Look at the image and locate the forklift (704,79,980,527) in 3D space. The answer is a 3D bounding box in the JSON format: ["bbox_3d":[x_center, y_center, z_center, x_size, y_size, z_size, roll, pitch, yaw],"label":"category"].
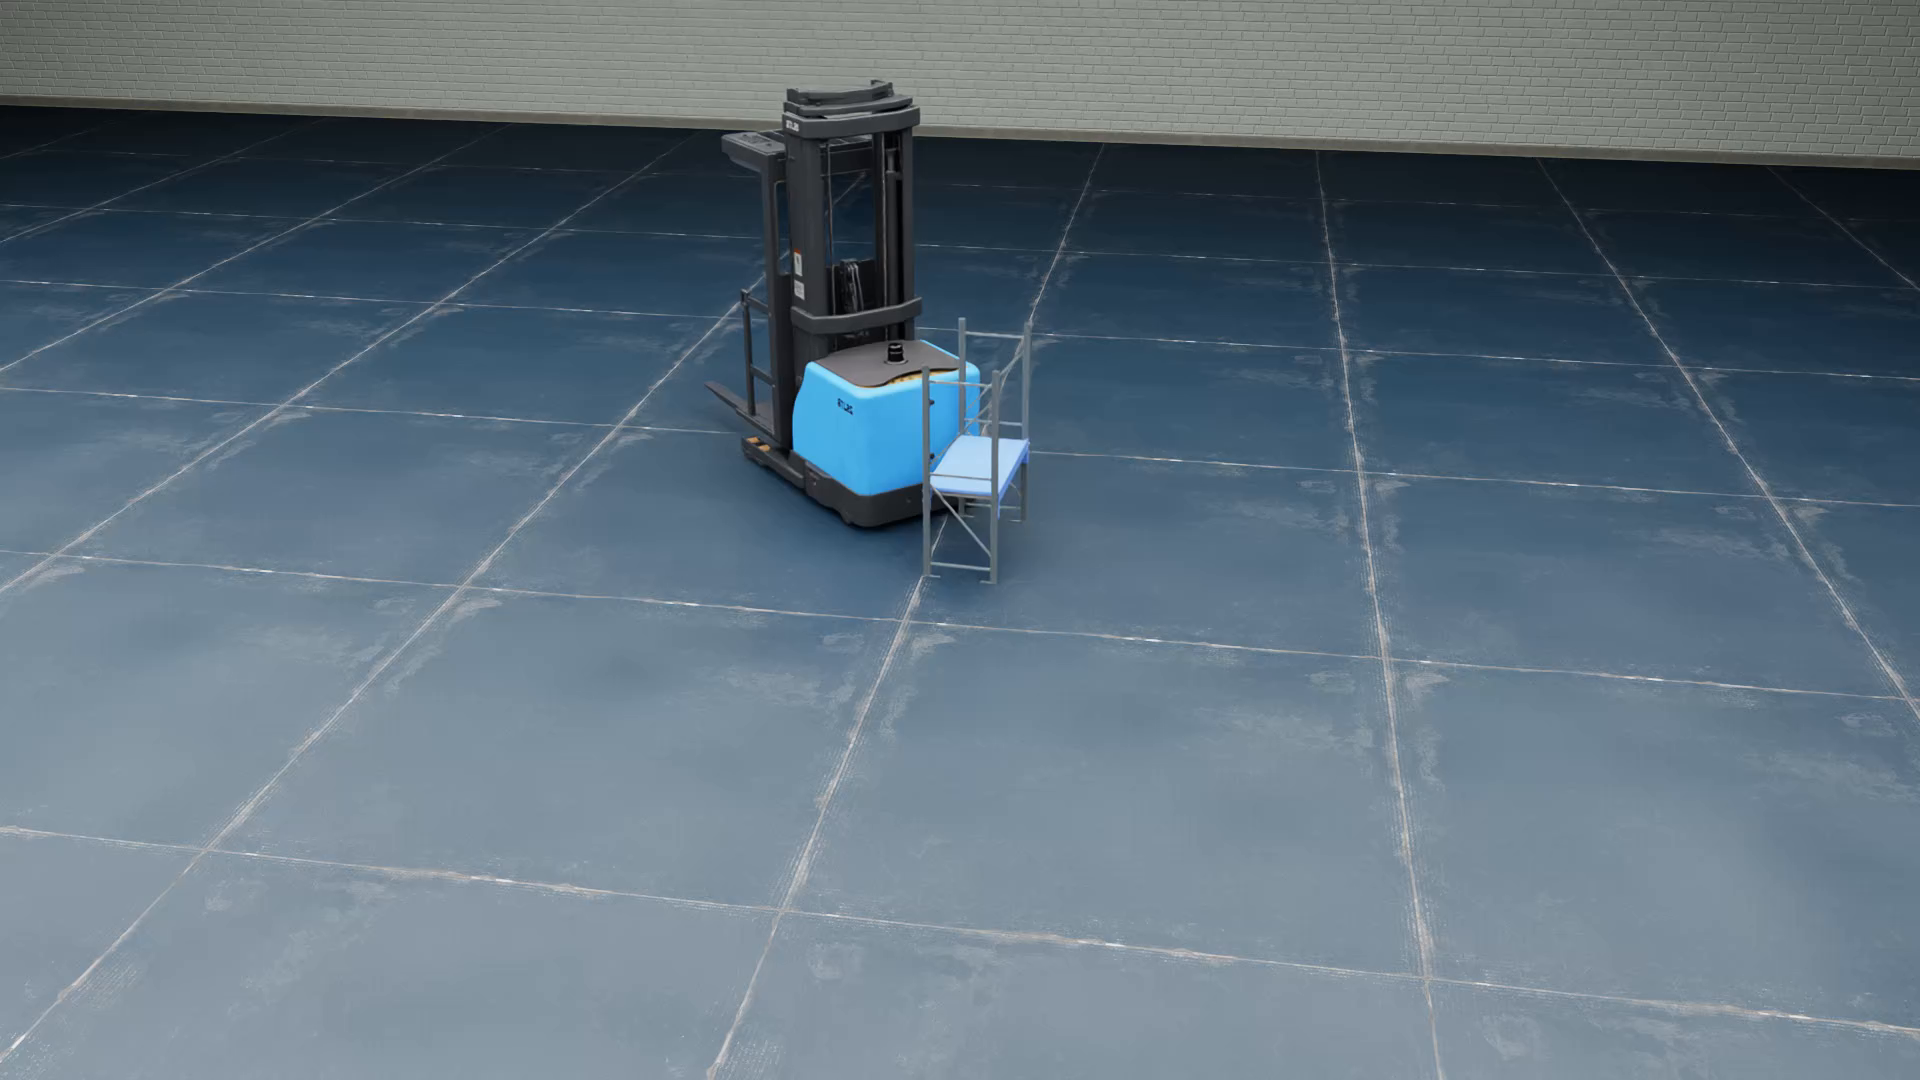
[{"bbox_3d":[-1.064,-1.998,12.560,1.130,2.935,3.031,-15,29,-29],"label":"forklift"}]

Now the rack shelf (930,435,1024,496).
[{"bbox_3d":[0.120,-0.515,11.347,0.459,0.026,0.952,6,26,12],"label":"rack shelf"}]

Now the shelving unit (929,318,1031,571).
[{"bbox_3d":[0.121,-0.619,11.303,0.500,1.500,1.039,6,26,12],"label":"shelving unit"}]

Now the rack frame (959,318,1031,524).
[{"bbox_3d":[0.237,-0.827,11.747,0.500,1.500,0.032,6,26,12],"label":"rack frame"}]

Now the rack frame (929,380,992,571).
[{"bbox_3d":[0.002,-0.407,10.851,0.475,1.308,0.013,6,26,12],"label":"rack frame"}]
